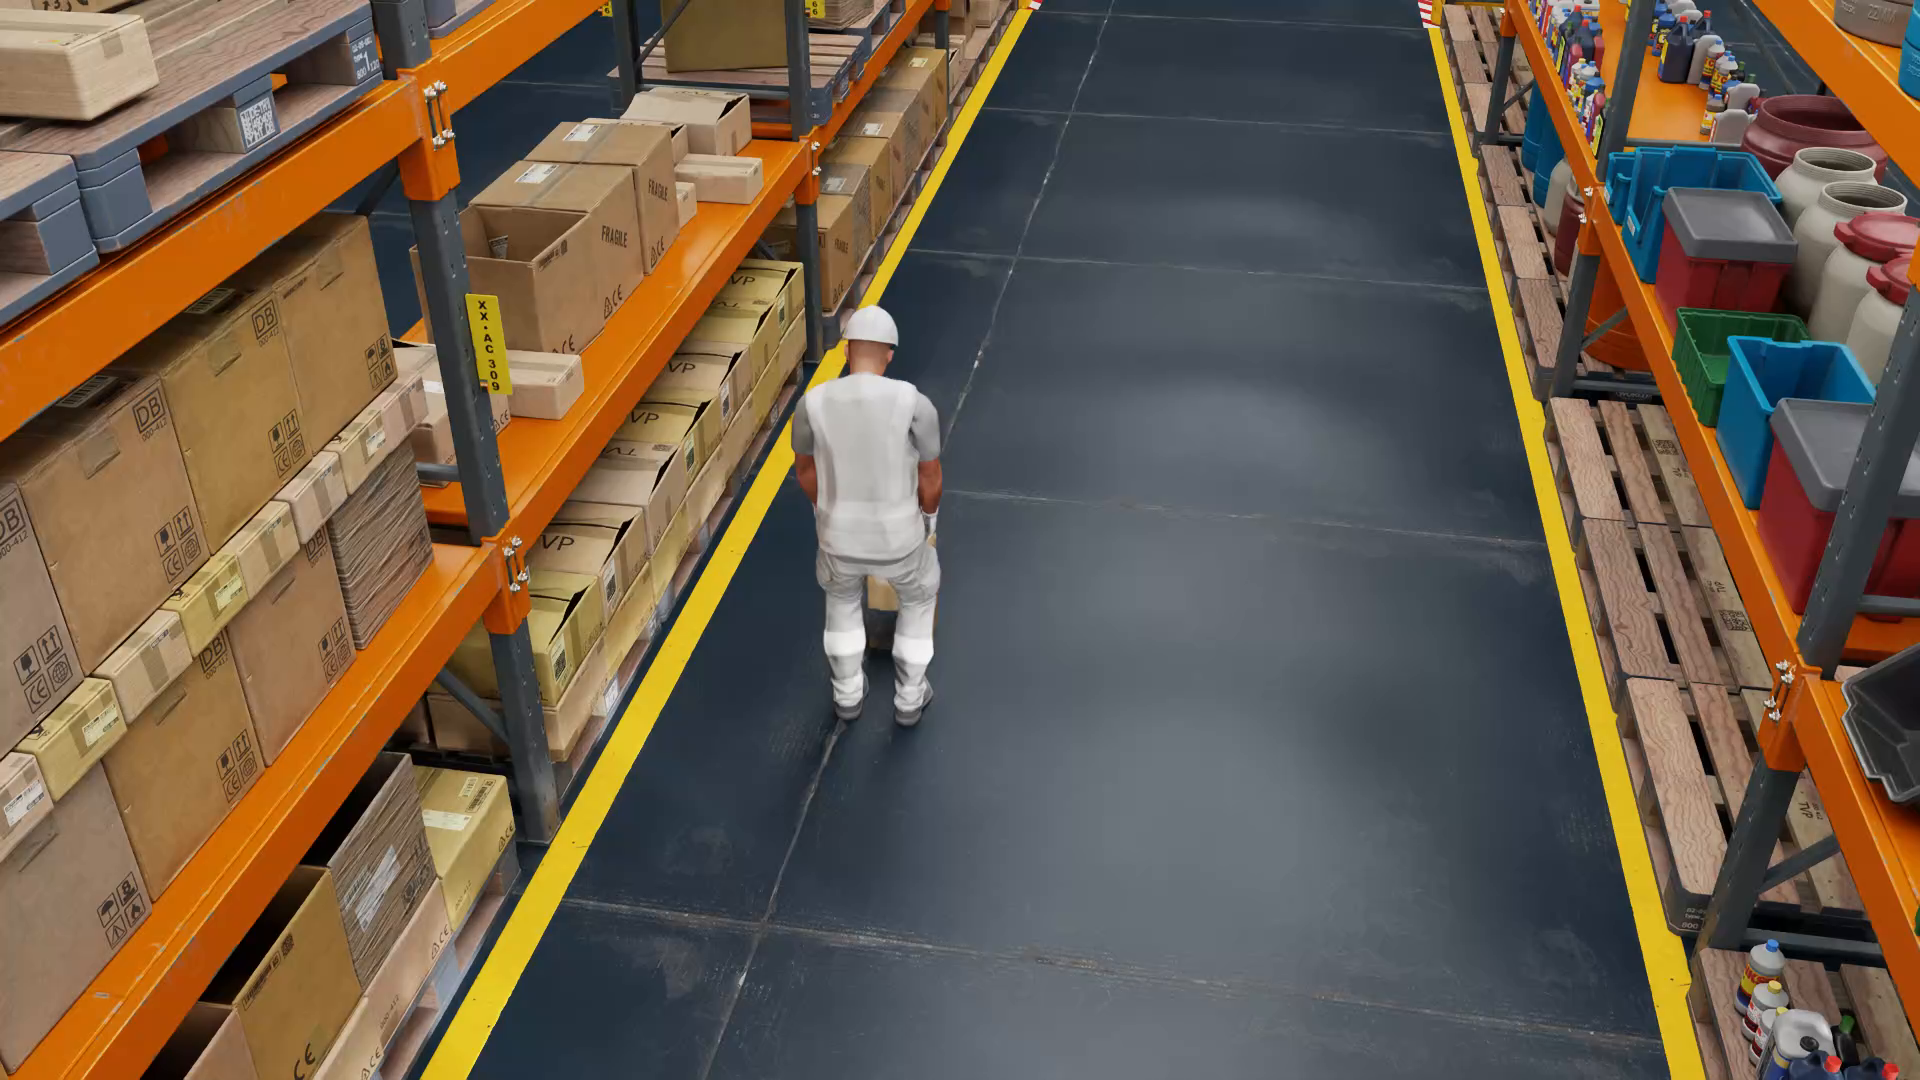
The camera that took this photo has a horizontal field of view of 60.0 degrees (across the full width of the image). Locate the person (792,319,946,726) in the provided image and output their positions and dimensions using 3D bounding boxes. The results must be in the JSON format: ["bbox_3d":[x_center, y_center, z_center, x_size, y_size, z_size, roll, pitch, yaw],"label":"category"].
[{"bbox_3d":[-0.347,-0.036,6.369,0.575,1.580,0.647,5,32,8],"label":"person"}]
